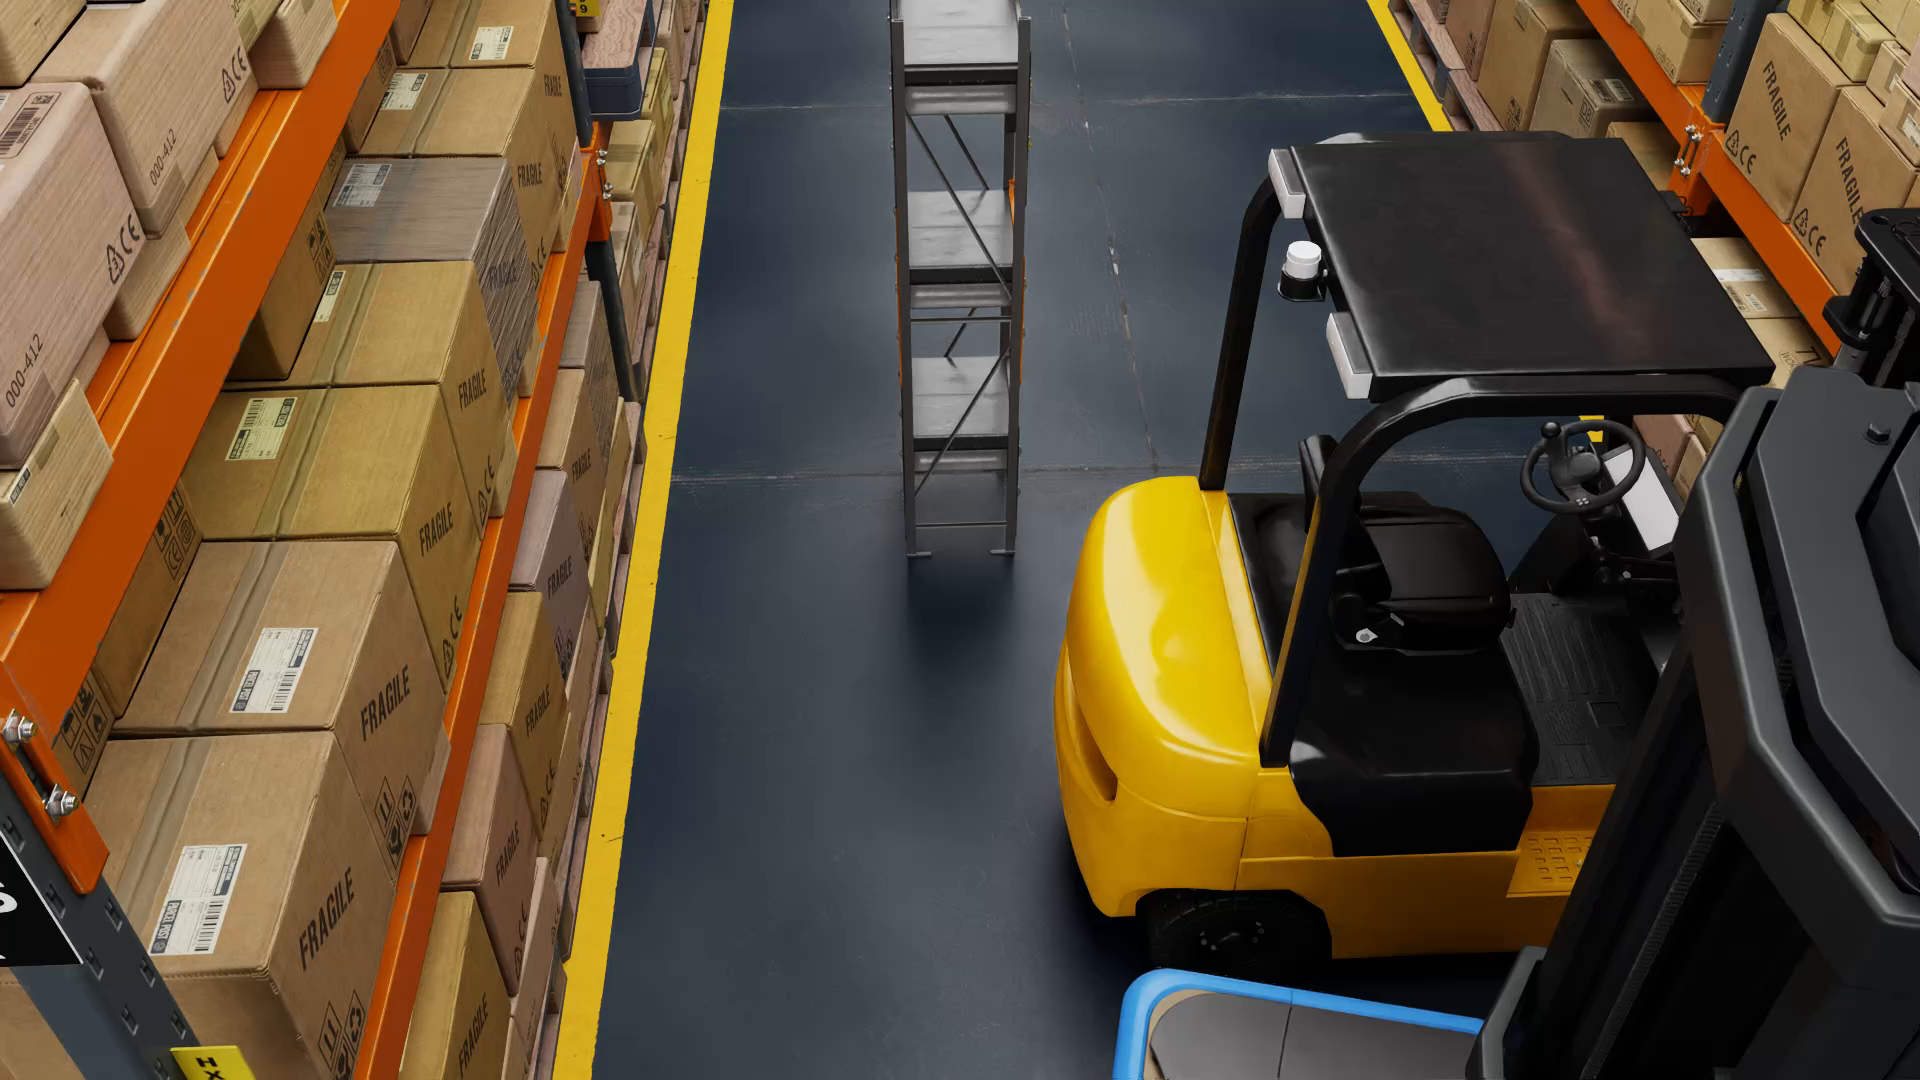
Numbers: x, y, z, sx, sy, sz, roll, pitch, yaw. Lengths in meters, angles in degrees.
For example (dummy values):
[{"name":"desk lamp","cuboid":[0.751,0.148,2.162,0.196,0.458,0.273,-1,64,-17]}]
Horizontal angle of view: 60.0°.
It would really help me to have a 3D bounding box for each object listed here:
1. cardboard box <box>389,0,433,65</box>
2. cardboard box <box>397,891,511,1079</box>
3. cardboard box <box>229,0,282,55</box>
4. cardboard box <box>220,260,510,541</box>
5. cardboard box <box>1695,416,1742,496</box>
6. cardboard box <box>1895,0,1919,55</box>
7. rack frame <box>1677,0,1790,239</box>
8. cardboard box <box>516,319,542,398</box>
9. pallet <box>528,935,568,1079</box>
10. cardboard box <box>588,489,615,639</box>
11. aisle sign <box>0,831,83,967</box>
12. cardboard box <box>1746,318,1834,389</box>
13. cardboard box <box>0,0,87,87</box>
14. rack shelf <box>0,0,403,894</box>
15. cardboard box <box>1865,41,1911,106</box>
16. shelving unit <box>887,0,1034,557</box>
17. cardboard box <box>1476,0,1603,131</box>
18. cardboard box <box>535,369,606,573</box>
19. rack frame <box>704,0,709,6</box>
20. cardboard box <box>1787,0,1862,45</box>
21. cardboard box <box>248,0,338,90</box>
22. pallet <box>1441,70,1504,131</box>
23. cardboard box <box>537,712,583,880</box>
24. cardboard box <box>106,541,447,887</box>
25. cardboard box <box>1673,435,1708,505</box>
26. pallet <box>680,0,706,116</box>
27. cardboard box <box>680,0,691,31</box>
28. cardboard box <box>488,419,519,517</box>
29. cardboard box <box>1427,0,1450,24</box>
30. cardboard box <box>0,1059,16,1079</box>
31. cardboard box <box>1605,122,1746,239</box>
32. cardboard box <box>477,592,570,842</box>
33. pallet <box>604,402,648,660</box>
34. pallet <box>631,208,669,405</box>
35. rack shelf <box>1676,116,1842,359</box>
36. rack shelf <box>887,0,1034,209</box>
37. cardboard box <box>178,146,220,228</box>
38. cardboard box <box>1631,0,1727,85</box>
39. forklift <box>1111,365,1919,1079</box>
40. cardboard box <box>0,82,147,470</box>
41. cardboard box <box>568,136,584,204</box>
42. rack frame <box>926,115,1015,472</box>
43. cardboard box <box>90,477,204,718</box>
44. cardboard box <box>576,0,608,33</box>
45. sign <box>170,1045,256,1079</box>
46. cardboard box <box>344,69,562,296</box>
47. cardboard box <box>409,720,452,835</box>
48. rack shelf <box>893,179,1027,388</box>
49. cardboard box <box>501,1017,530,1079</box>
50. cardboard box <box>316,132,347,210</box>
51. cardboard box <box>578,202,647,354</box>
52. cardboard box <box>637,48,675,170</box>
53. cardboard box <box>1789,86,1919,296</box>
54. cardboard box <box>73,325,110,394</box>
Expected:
[{"name":"cardboard box","cuboid":[-1.987,-1.736,4.890,0.700,0.500,0.500,-2,43,-2]},{"name":"cardboard box","cuboid":[-1.379,1.190,3.901,0.500,0.500,0.500,-3,43,-3]},{"name":"cardboard box","cuboid":[-1.433,-1.019,2.813,0.500,0.250,0.500,0,43,-1]},{"name":"cardboard box","cuboid":[-1.440,-0.334,4.101,0.500,0.500,0.500,-2,43,-3]},{"name":"cardboard box","cuboid":[2.905,-0.319,5.732,0.500,0.250,0.500,-2,43,-2]},{"name":"cardboard box","cuboid":[3.008,-1.485,4.876,0.380,0.149,0.250,-2,43,-3]},{"name":"rack frame","cuboid":[3.170,-1.669,5.851,1.000,3.000,0.127,-2,43,-2]},{"name":"cardboard box","cuboid":[-1.425,-0.537,4.802,0.380,0.149,0.250,-2,43,-2]},{"name":"pallet","cuboid":[-1.622,1.604,4.344,1.003,0.211,1.213,-2,43,-2]},{"name":"cardboard box","cuboid":[-1.463,0.085,5.661,0.500,0.250,0.500,-3,43,-3]},{"name":"aisle sign","cuboid":[-1.307,0.251,1.832,0.394,0.787,0.004,-2,43,-2]},{"name":"cardboard box","cuboid":[2.888,-0.498,5.557,0.500,0.250,0.500,-2,43,-2]},{"name":"cardboard box","cuboid":[-1.406,-0.717,2.188,0.380,0.149,0.250,-2,43,-2]},{"name":"rack shelf","cuboid":[-1.704,-1.014,3.449,1.077,0.370,4.000,-2,43,-2]},{"name":"cardboard box","cuboid":[2.972,-1.372,4.973,0.380,0.149,0.250,-2,43,-2]},{"name":"shelving unit","cuboid":[-0.007,-0.886,5.662,0.431,2.100,0.503,-2,43,-2]},{"name":"cardboard box","cuboid":[3.077,-2.332,8.021,0.875,0.625,0.625,-3,43,-4]},{"name":"cardboard box","cuboid":[-1.473,-0.207,5.425,0.500,0.500,0.500,-1,43,-1]},{"name":"rack frame","cuboid":[-1.959,-4.224,8.639,1.000,3.000,0.127,-2,43,-2]},{"name":"cardboard box","cuboid":[2.920,-1.722,5.355,0.380,0.149,0.250,-2,43,-2]},{"name":"cardboard box","cuboid":[-1.368,-0.942,3.024,0.380,0.149,0.250,-1,43,-1]},{"name":"pallet","cuboid":[3.045,-1.963,8.235,1.003,0.211,1.213,-2,43,-2]},{"name":"cardboard box","cuboid":[-1.427,0.770,4.914,0.500,0.250,0.500,1,43,1]},{"name":"cardboard box","cuboid":[-1.388,0.353,3.351,0.500,0.500,0.500,0,43,0]},{"name":"cardboard box","cuboid":[2.896,-0.132,5.898,0.500,0.250,0.500,-3,43,-3]},{"name":"pallet","cuboid":[-1.928,-2.669,9.005,1.003,0.211,1.213,-2,43,-2]},{"name":"cardboard box","cuboid":[-1.945,-3.029,8.968,0.950,0.372,0.625,-4,43,-5]},{"name":"cardboard box","cuboid":[-1.397,-0.191,4.424,0.380,0.149,0.250,-1,43,-1]},{"name":"cardboard box","cuboid":[3.013,-3.227,8.998,0.875,0.625,0.625,0,43,0]},{"name":"cardboard box","cuboid":[-1.918,0.671,3.003,0.500,0.500,0.500,-2,43,-3]},{"name":"cardboard box","cuboid":[3.136,-1.300,6.895,0.875,0.625,0.625,0,43,0]},{"name":"cardboard box","cuboid":[-1.419,0.499,4.655,0.500,0.500,0.500,-1,43,-1]},{"name":"pallet","cuboid":[-1.726,-0.044,6.141,1.003,0.211,1.213,-2,43,-2]},{"name":"pallet","cuboid":[-1.824,-1.022,7.208,1.003,0.211,1.213,-2,43,-2]},{"name":"rack shelf","cuboid":[3.255,-0.054,4.621,1.077,0.370,4.000,-2,43,-2]},{"name":"rack shelf","cuboid":[-0.007,-1.392,5.199,0.431,0.518,0.480,-2,43,-2]},{"name":"cardboard box","cuboid":[-1.422,-0.591,2.641,0.380,0.149,0.250,-2,43,-2]},{"name":"cardboard box","cuboid":[2.887,-1.946,6.264,0.500,0.250,0.500,-1,43,-1]},{"name":"forklift","cuboid":[1.751,1.152,2.824,3.031,2.935,1.130,7,43,8]},{"name":"cardboard box","cuboid":[-1.375,-0.331,2.062,0.500,0.250,0.500,-2,43,-3]},{"name":"cardboard box","cuboid":[-1.471,-1.223,5.550,0.380,0.149,0.250,-2,43,-2]},{"name":"rack frame","cuboid":[-0.017,-1.051,5.842,0.400,2.100,0.015,-2,43,-2]},{"name":"cardboard box","cuboid":[-1.873,-0.019,3.017,0.700,0.500,0.500,-1,43,-1]},{"name":"cardboard box","cuboid":[-1.497,-1.968,6.053,0.380,0.149,0.250,-1,43,-1]},{"name":"sign","cuboid":[-1.077,0.842,2.471,0.100,0.325,0.005,-2,43,-2]},{"name":"cardboard box","cuboid":[-1.493,-1.030,4.860,0.500,0.500,0.500,0,43,0]},{"name":"cardboard box","cuboid":[-1.347,0.510,3.660,0.380,0.149,0.250,-1,43,-1]},{"name":"rack shelf","cuboid":[-0.007,-0.876,5.672,0.431,0.518,0.480,-2,43,-2]},{"name":"cardboard box","cuboid":[-1.377,1.483,4.137,0.500,0.250,0.500,-2,43,-2]},{"name":"cardboard box","cuboid":[-1.993,-1.051,4.142,0.700,0.500,0.500,-3,43,-3]},{"name":"cardboard box","cuboid":[-1.814,-1.064,6.825,0.950,0.372,0.625,-1,43,-1]},{"name":"cardboard box","cuboid":[-1.879,-2.019,7.866,0.950,0.372,0.625,0,43,0]},{"name":"cardboard box","cuboid":[2.966,-1.048,5.099,0.500,0.500,0.500,-1,43,-1]},{"name":"cardboard box","cuboid":[-1.410,-0.245,2.263,0.380,0.149,0.250,-3,43,-3]}]
